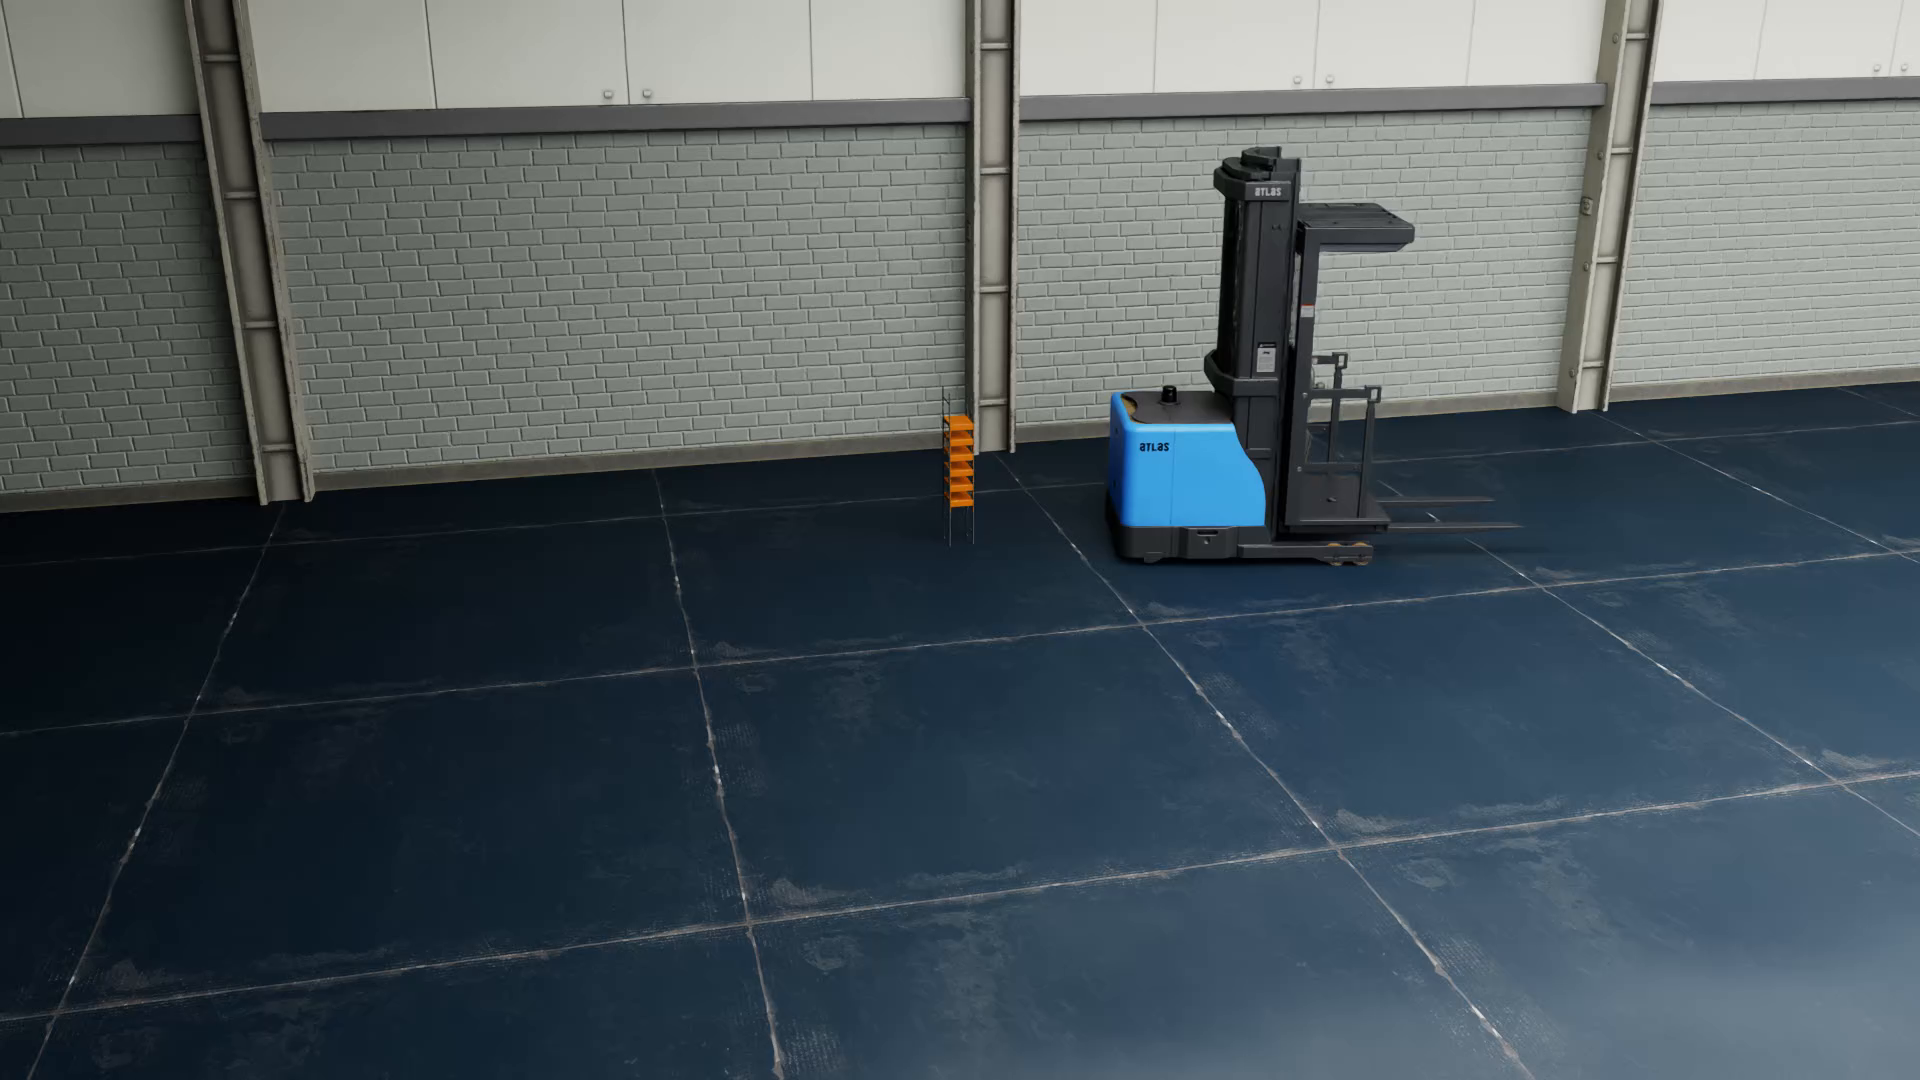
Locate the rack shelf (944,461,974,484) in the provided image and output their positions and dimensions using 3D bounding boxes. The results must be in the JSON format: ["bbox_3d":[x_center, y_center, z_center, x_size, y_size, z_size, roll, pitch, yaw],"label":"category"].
[{"bbox_3d":[-0.014,-0.521,12.620,0.180,0.103,0.258,-5,21,-12],"label":"rack shelf"}]

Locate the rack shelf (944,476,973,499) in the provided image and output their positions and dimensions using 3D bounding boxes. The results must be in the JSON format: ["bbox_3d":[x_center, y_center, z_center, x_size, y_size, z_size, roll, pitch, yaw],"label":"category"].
[{"bbox_3d":[-0.014,-0.408,12.662,0.180,0.103,0.258,-5,21,-12],"label":"rack shelf"}]

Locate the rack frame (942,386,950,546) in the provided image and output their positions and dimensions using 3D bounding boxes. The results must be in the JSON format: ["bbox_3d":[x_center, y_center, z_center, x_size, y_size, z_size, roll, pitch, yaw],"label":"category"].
[{"bbox_3d":[-0.103,-0.555,12.585,0.006,1.200,0.240,-5,21,-12],"label":"rack frame"}]

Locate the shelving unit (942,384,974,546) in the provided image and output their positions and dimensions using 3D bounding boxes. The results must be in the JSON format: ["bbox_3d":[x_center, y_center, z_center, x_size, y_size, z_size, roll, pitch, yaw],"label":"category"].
[{"bbox_3d":[-0.014,-0.562,12.605,0.189,1.200,0.258,-5,21,-12],"label":"shelving unit"}]

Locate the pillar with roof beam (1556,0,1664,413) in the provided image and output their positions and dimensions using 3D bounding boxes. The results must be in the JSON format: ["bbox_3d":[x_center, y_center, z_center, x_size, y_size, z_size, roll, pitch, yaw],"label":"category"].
[{"bbox_3d":[7.102,-4.086,10.886,0.400,9.000,9.100,-5,21,-12],"label":"pillar with roof beam"}]

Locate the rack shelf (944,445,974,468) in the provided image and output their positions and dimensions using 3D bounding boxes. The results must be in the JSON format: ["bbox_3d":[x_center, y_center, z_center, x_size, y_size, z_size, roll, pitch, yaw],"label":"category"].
[{"bbox_3d":[-0.014,-0.633,12.579,0.180,0.103,0.258,-5,21,-12],"label":"rack shelf"}]

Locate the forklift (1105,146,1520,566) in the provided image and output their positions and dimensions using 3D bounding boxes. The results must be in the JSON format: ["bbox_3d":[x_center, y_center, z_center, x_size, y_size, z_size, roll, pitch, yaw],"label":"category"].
[{"bbox_3d":[2.672,-1.369,12.292,3.031,2.935,1.130,0,20,-1],"label":"forklift"}]

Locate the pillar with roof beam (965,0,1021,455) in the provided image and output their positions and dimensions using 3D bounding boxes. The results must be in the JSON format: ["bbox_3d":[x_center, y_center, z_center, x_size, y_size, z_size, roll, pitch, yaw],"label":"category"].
[{"bbox_3d":[1.263,-3.611,9.590,0.400,9.000,9.100,-5,21,-12],"label":"pillar with roof beam"}]

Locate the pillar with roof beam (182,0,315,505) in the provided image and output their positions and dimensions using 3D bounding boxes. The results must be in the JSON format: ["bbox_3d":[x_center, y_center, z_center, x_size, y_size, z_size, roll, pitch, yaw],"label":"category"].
[{"bbox_3d":[-4.576,-3.136,8.293,0.400,9.000,9.100,-5,21,-12],"label":"pillar with roof beam"}]

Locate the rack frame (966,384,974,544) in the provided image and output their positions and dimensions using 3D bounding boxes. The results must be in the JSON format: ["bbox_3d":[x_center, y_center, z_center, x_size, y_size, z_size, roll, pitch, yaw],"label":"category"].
[{"bbox_3d":[0.075,-0.569,12.625,0.006,1.200,0.240,-5,21,-12],"label":"rack frame"}]

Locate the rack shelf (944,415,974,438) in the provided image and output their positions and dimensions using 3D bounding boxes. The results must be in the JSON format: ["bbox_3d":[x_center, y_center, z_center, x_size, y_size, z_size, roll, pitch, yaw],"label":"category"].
[{"bbox_3d":[-0.014,-0.859,12.497,0.180,0.103,0.258,-5,21,-12],"label":"rack shelf"}]

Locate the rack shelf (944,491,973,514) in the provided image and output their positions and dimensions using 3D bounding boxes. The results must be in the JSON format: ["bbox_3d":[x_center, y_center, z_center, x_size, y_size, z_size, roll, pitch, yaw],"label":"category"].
[{"bbox_3d":[-0.014,-0.295,12.703,0.180,0.103,0.258,-5,21,-12],"label":"rack shelf"}]

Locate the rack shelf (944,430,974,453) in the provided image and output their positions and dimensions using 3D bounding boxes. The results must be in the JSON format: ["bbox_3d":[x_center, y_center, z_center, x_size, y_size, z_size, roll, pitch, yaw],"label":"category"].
[{"bbox_3d":[-0.014,-0.746,12.538,0.180,0.103,0.258,-5,21,-12],"label":"rack shelf"}]
